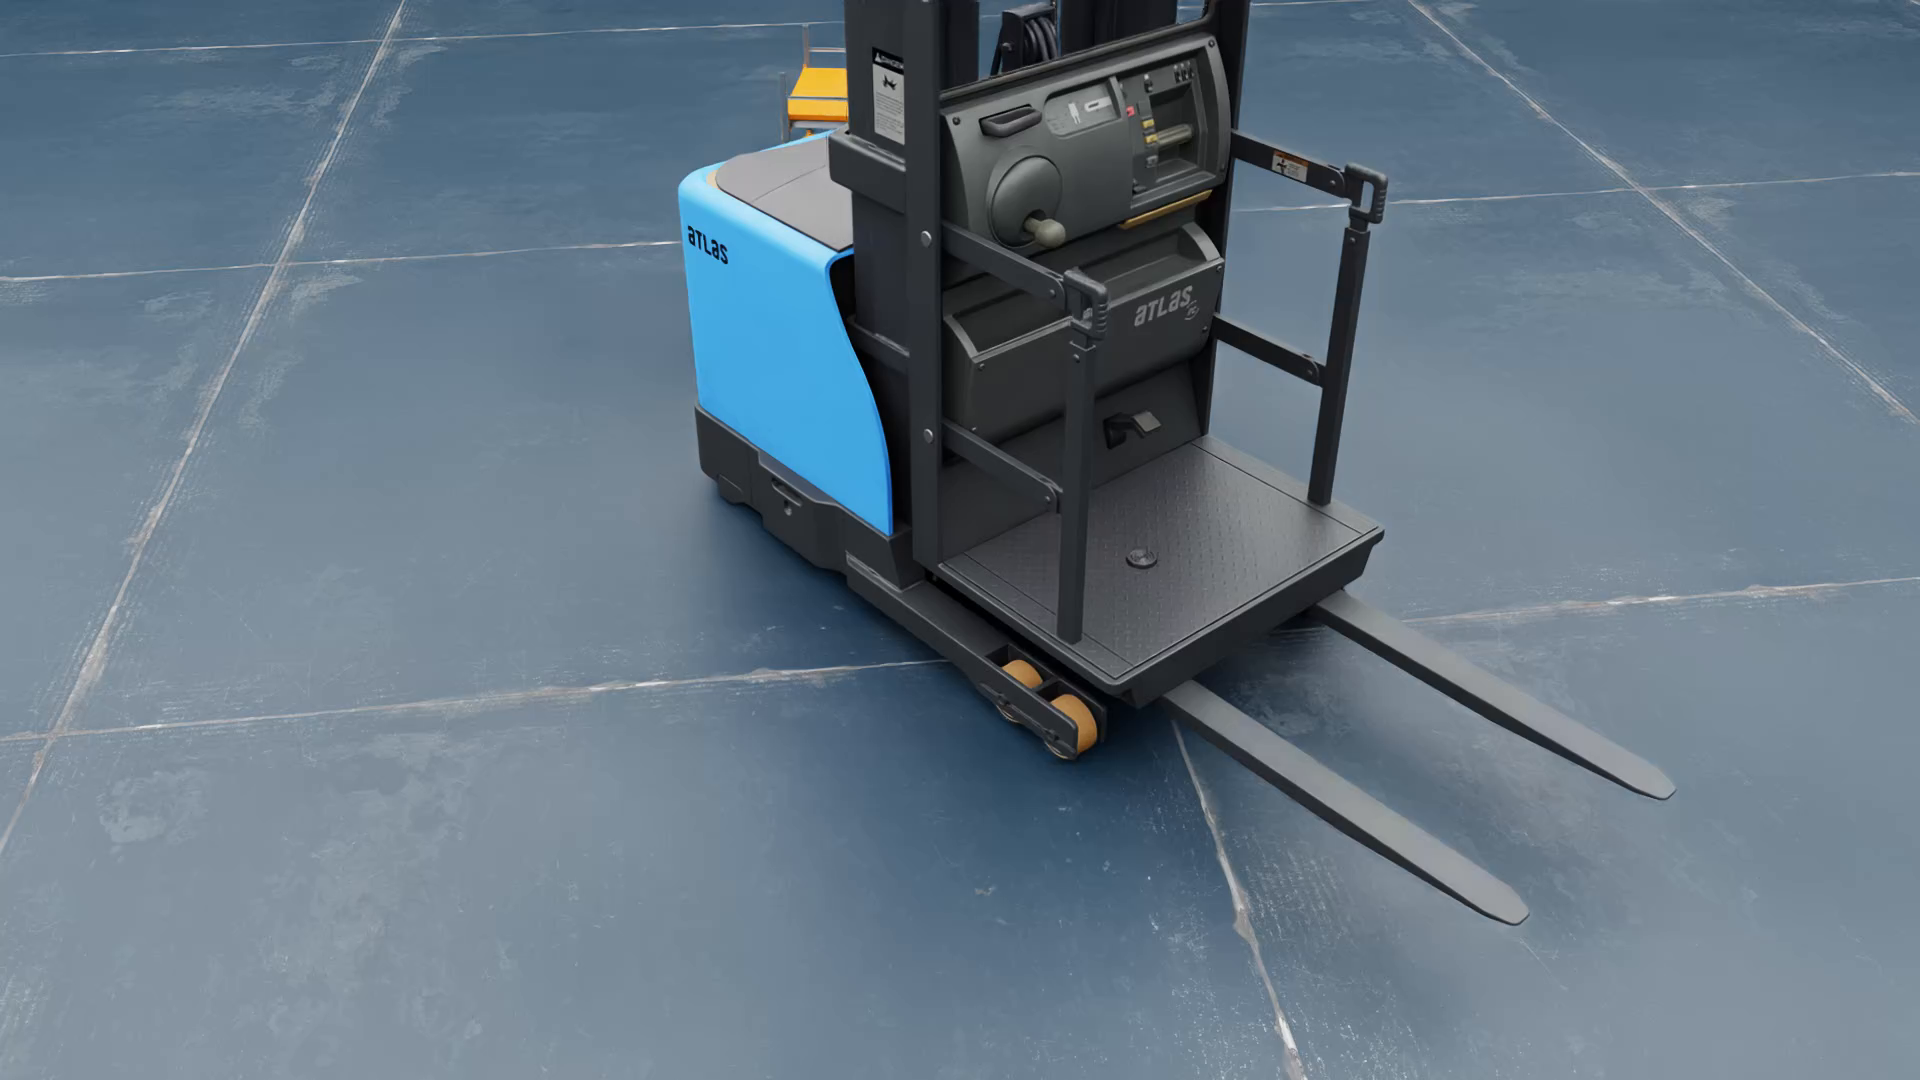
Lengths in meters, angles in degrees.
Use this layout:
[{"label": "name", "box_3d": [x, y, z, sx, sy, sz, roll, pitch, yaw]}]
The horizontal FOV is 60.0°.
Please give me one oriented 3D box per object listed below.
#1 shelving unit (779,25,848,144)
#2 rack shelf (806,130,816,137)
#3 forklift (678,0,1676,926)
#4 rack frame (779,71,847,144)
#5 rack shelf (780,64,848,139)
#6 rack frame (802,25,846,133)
[{"label": "shelving unit", "box_3d": [-0.440, -1.132, 5.845, 0.258, 1.200, 0.503, 2, 34, 3]}, {"label": "rack shelf", "box_3d": [-0.440, -1.261, 5.757, 0.258, 0.148, 0.480, 2, 34, 3]}, {"label": "forklift", "box_3d": [0.481, -0.957, 4.052, 1.130, 2.935, 3.031, -26, 42, -32]}, {"label": "rack frame", "box_3d": [-0.458, -0.995, 5.644, 0.240, 1.200, 0.015, 2, 34, 3]}, {"label": "rack shelf", "box_3d": [-0.440, -1.456, 5.624, 0.258, 0.148, 0.480, 2, 34, 3]}, {"label": "rack frame", "box_3d": [-0.422, -1.269, 6.046, 0.240, 1.200, 0.015, 2, 34, 3]}]
